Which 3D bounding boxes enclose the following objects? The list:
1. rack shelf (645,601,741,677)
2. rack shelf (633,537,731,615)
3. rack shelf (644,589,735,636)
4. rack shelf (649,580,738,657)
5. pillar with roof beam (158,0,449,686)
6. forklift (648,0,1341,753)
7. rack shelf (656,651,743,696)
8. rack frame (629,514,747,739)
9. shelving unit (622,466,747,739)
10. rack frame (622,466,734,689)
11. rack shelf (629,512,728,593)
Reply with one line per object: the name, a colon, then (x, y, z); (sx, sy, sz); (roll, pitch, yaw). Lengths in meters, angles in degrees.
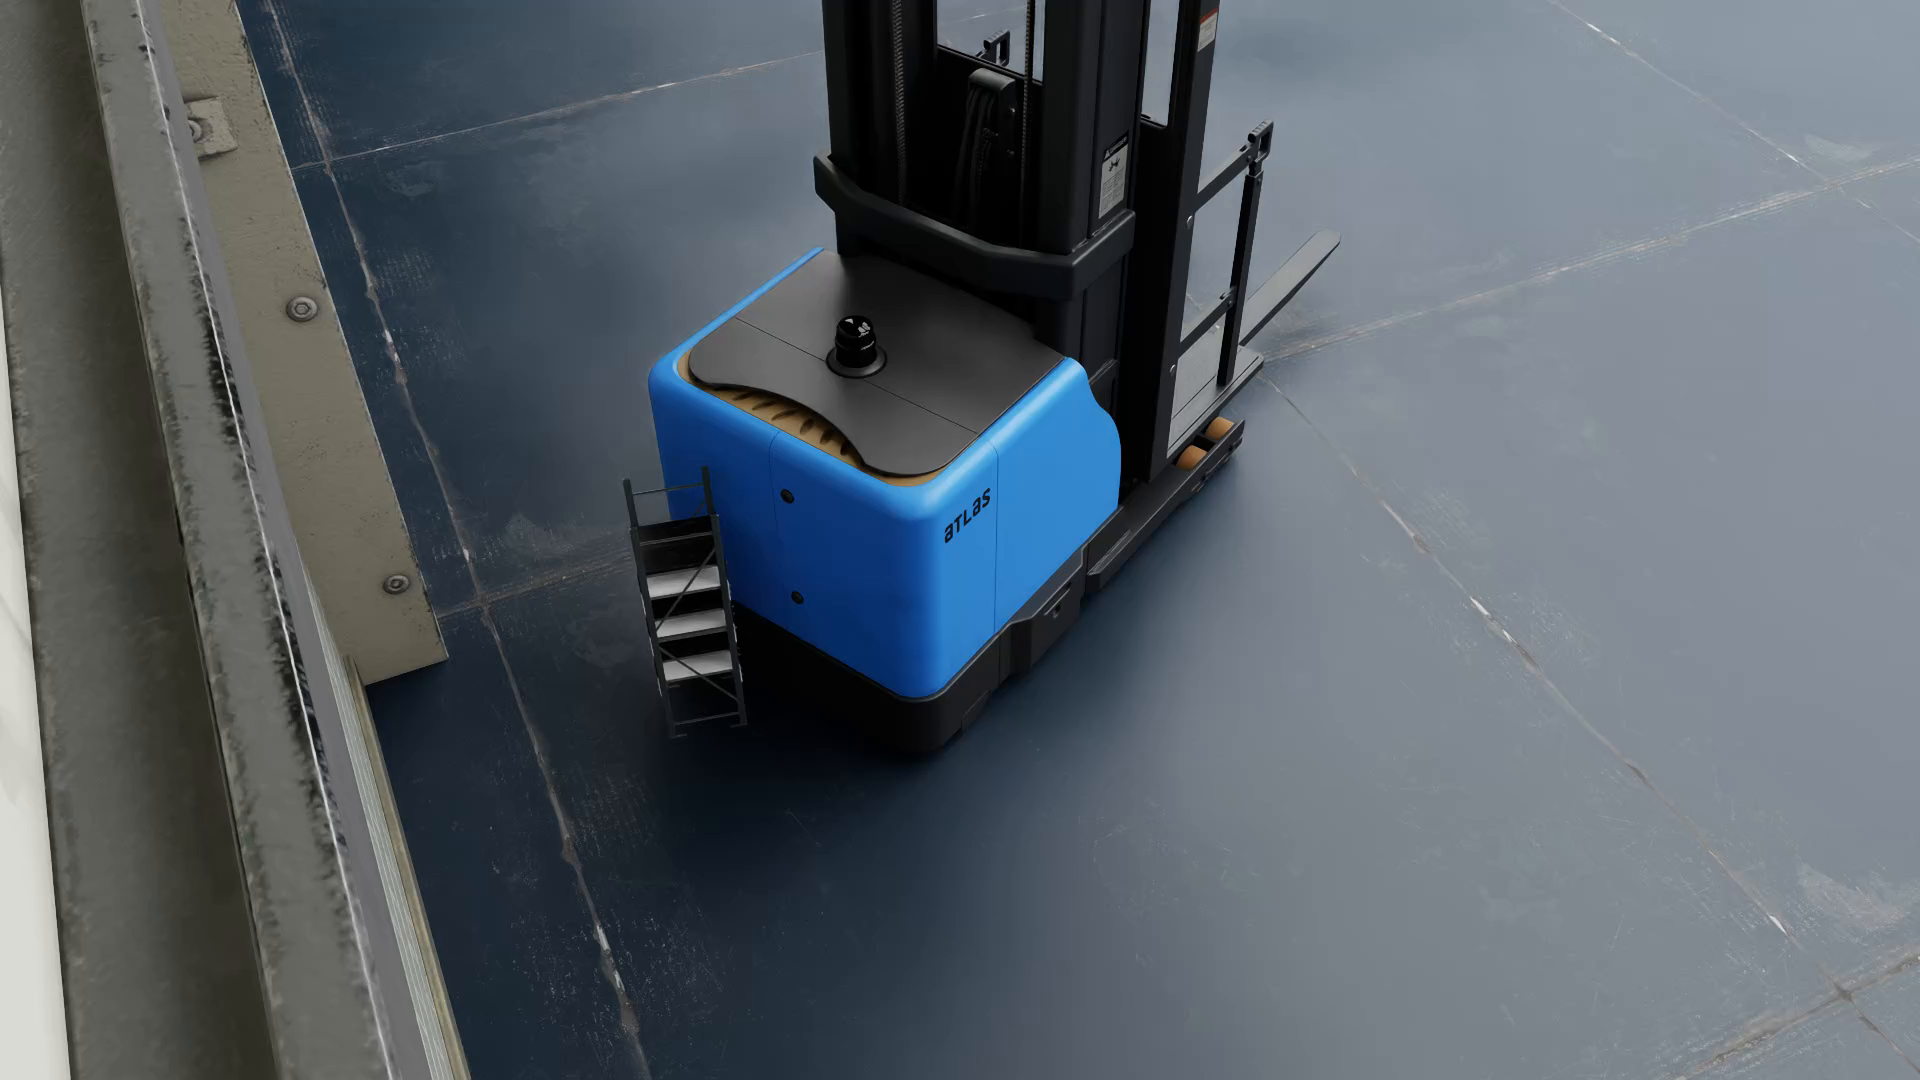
rack shelf: (-0.801, 0.290, 4.991); (0.258, 0.077, 0.200); (-10, 45, -10)
rack shelf: (-0.801, 0.098, 4.801); (0.258, 0.077, 0.200); (-10, 45, -10)
rack shelf: (-0.801, 0.162, 4.865); (0.258, 0.077, 0.200); (-10, 45, -10)
rack shelf: (-0.801, 0.226, 4.928); (0.258, 0.077, 0.200); (-10, 45, -10)
pillar with roof beam: (2.035, -4.173, 3.573); (9.100, 9.000, 0.400); (-18, 47, -17)
forklift: (0.369, -1.396, 5.078); (1.130, 2.935, 3.031); (27, 51, 25)
rack shelf: (-0.801, 0.354, 5.054); (0.258, 0.077, 0.200); (-10, 45, -10)
rack frame: (-0.778, 0.272, 4.834); (0.240, 0.900, 0.006); (-10, 45, -10)
shelving unit: (-0.801, 0.202, 4.904); (0.258, 0.900, 0.210); (-10, 45, -10)
rack frame: (-0.825, 0.133, 4.975); (0.240, 0.900, 0.006); (-10, 45, -10)
rack shelf: (-0.801, 0.034, 4.738); (0.258, 0.077, 0.200); (-10, 45, -10)
